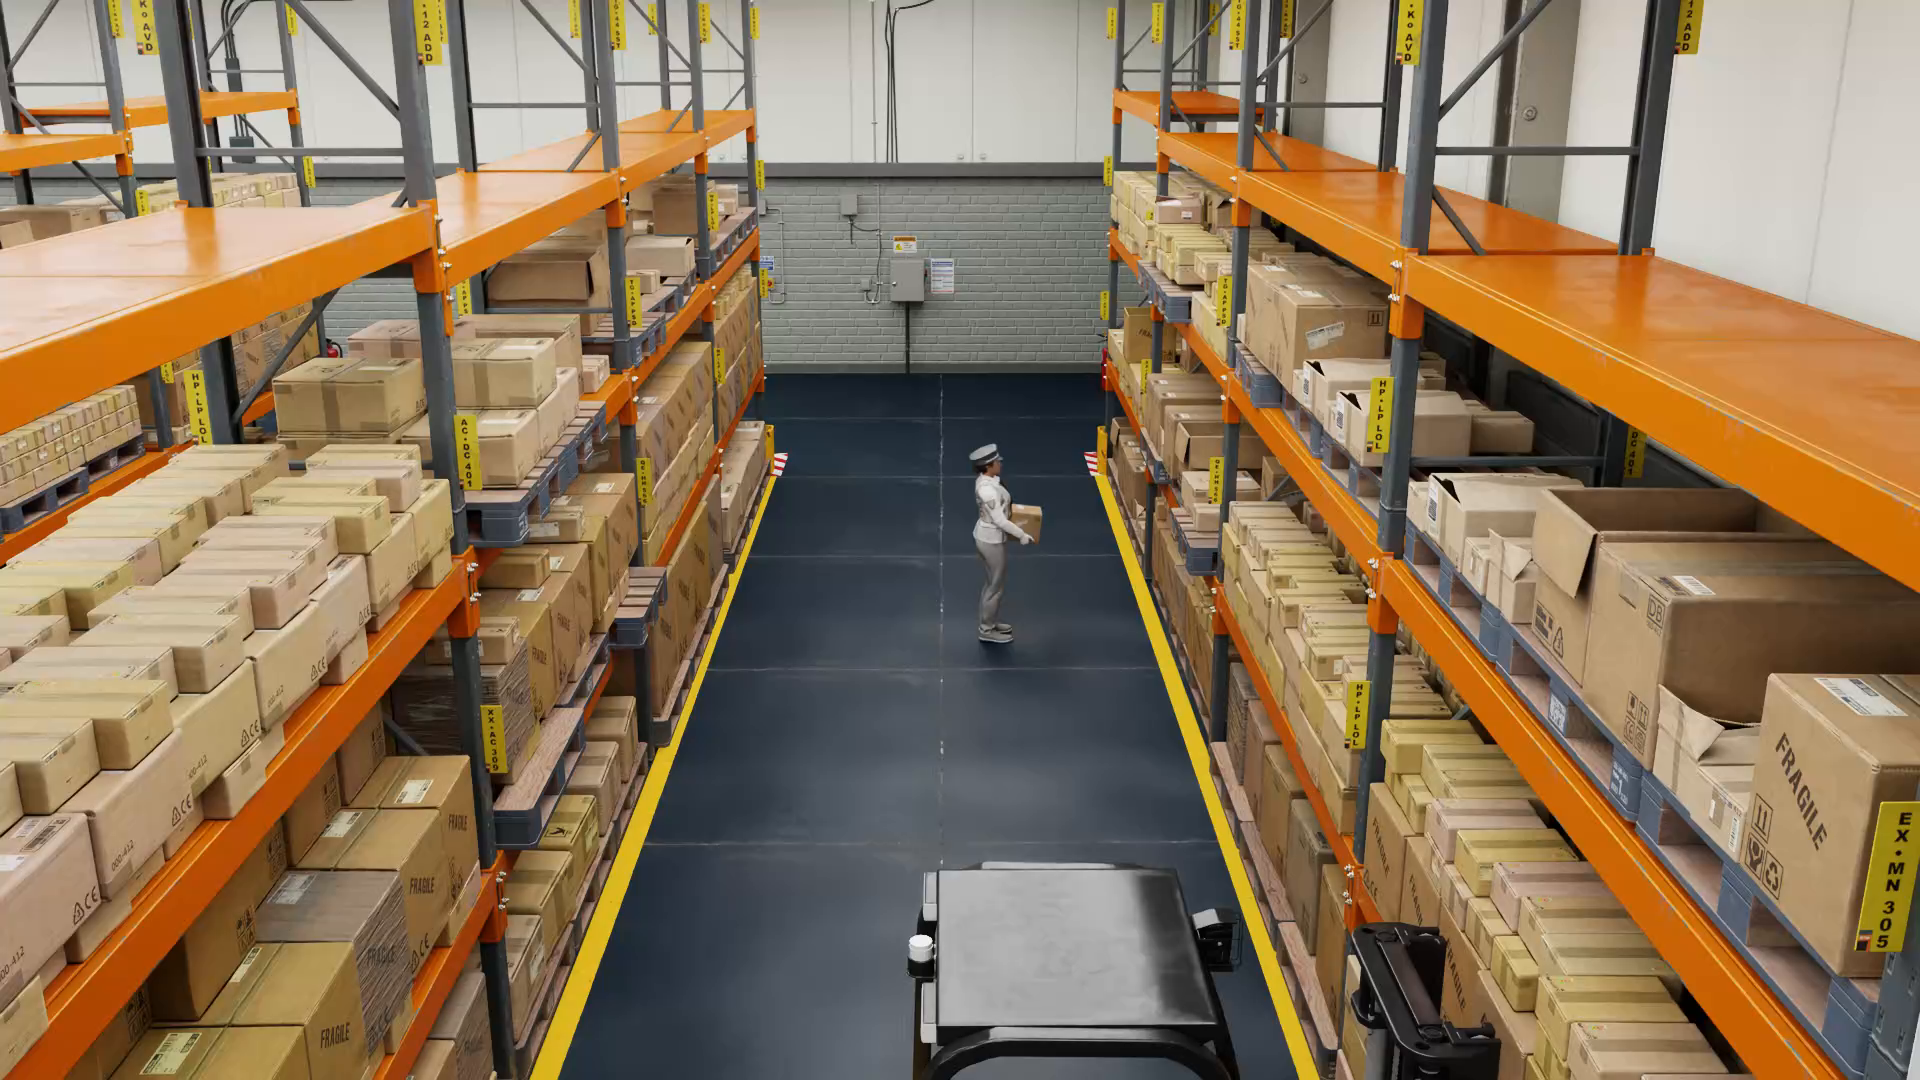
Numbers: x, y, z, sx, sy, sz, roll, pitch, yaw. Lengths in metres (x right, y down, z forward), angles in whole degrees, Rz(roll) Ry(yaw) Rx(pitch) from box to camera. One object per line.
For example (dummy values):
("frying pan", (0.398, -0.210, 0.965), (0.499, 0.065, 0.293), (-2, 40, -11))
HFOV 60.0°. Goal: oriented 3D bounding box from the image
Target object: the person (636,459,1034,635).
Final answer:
("person", (-2.821, 0.549, 11.384), (6.880, 2.202, 5.657), (0, 17, 0))
